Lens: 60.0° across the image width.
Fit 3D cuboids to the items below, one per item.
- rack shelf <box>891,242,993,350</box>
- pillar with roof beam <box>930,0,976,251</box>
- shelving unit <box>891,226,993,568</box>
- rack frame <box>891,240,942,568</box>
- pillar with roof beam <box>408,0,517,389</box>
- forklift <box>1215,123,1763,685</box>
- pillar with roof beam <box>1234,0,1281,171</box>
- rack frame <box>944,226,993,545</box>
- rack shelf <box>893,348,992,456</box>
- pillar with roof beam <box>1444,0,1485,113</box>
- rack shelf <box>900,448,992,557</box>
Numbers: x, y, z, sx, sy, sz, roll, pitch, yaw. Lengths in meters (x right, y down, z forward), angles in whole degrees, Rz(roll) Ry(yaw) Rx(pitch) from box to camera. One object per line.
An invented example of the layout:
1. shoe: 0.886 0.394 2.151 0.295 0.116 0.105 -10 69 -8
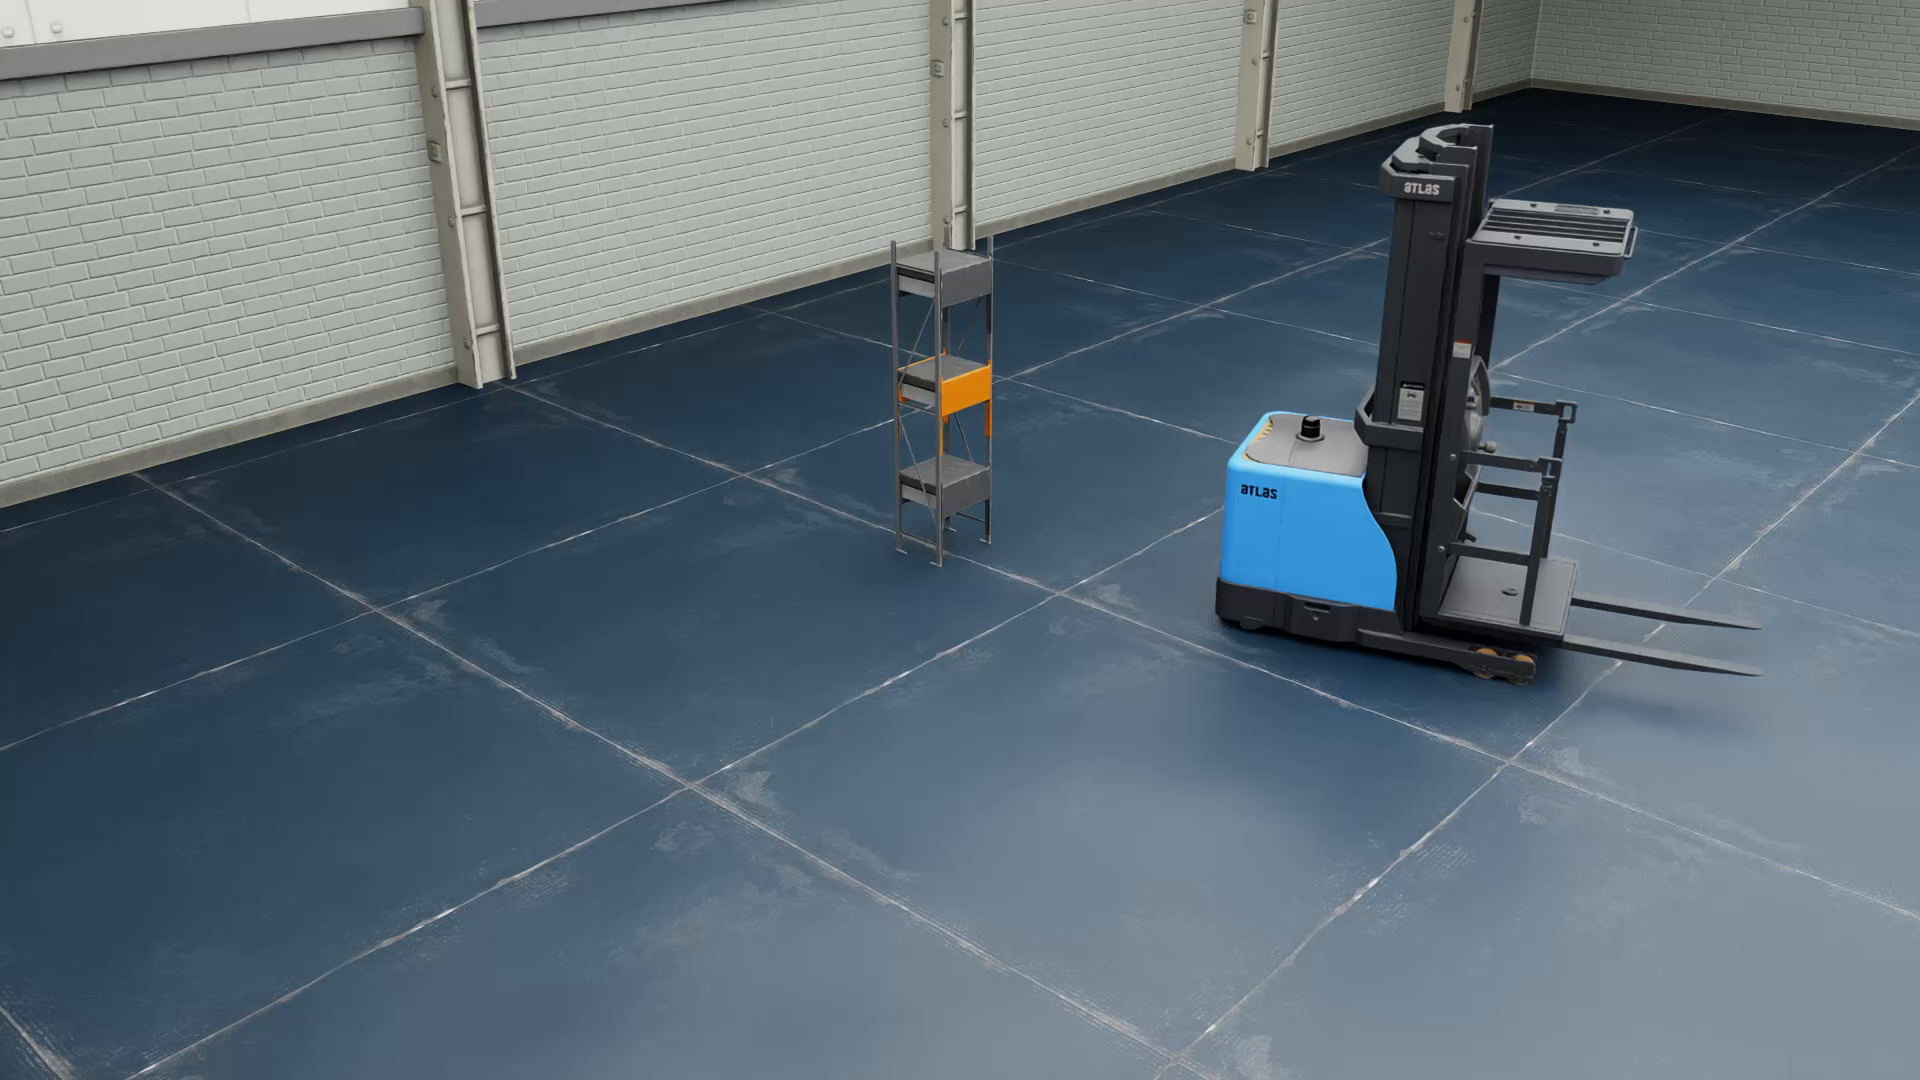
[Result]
1. rack shelf: -0.110 -1.534 10.427 0.431 0.518 0.480 20 31 38
2. pillar with roof beam: 3.133 -6.143 13.951 9.100 9.000 0.400 20 31 38
3. shelving unit: -0.110 -0.908 10.708 0.431 2.100 0.503 20 31 38
4. rack frame: -0.273 -0.833 10.542 0.400 2.100 0.015 20 31 38
5. pillar with roof beam: -0.871 -4.315 9.874 9.100 9.000 0.400 20 31 38
6. forklift: 3.114 -0.765 9.373 3.031 2.935 1.130 10 26 21
7. pillar with roof beam: 7.137 -7.971 18.028 9.100 9.000 0.400 20 31 38
8. rack frame: 0.052 -0.982 10.874 0.400 2.100 0.015 20 31 38
9. rack shelf: -0.110 -0.895 10.714 0.431 0.518 0.480 20 31 38
10. pillar with roof beam: 11.142 -9.799 22.105 9.100 9.000 0.400 20 31 38
11. rack shelf: -0.110 -0.256 11.000 0.431 0.518 0.480 20 31 38
